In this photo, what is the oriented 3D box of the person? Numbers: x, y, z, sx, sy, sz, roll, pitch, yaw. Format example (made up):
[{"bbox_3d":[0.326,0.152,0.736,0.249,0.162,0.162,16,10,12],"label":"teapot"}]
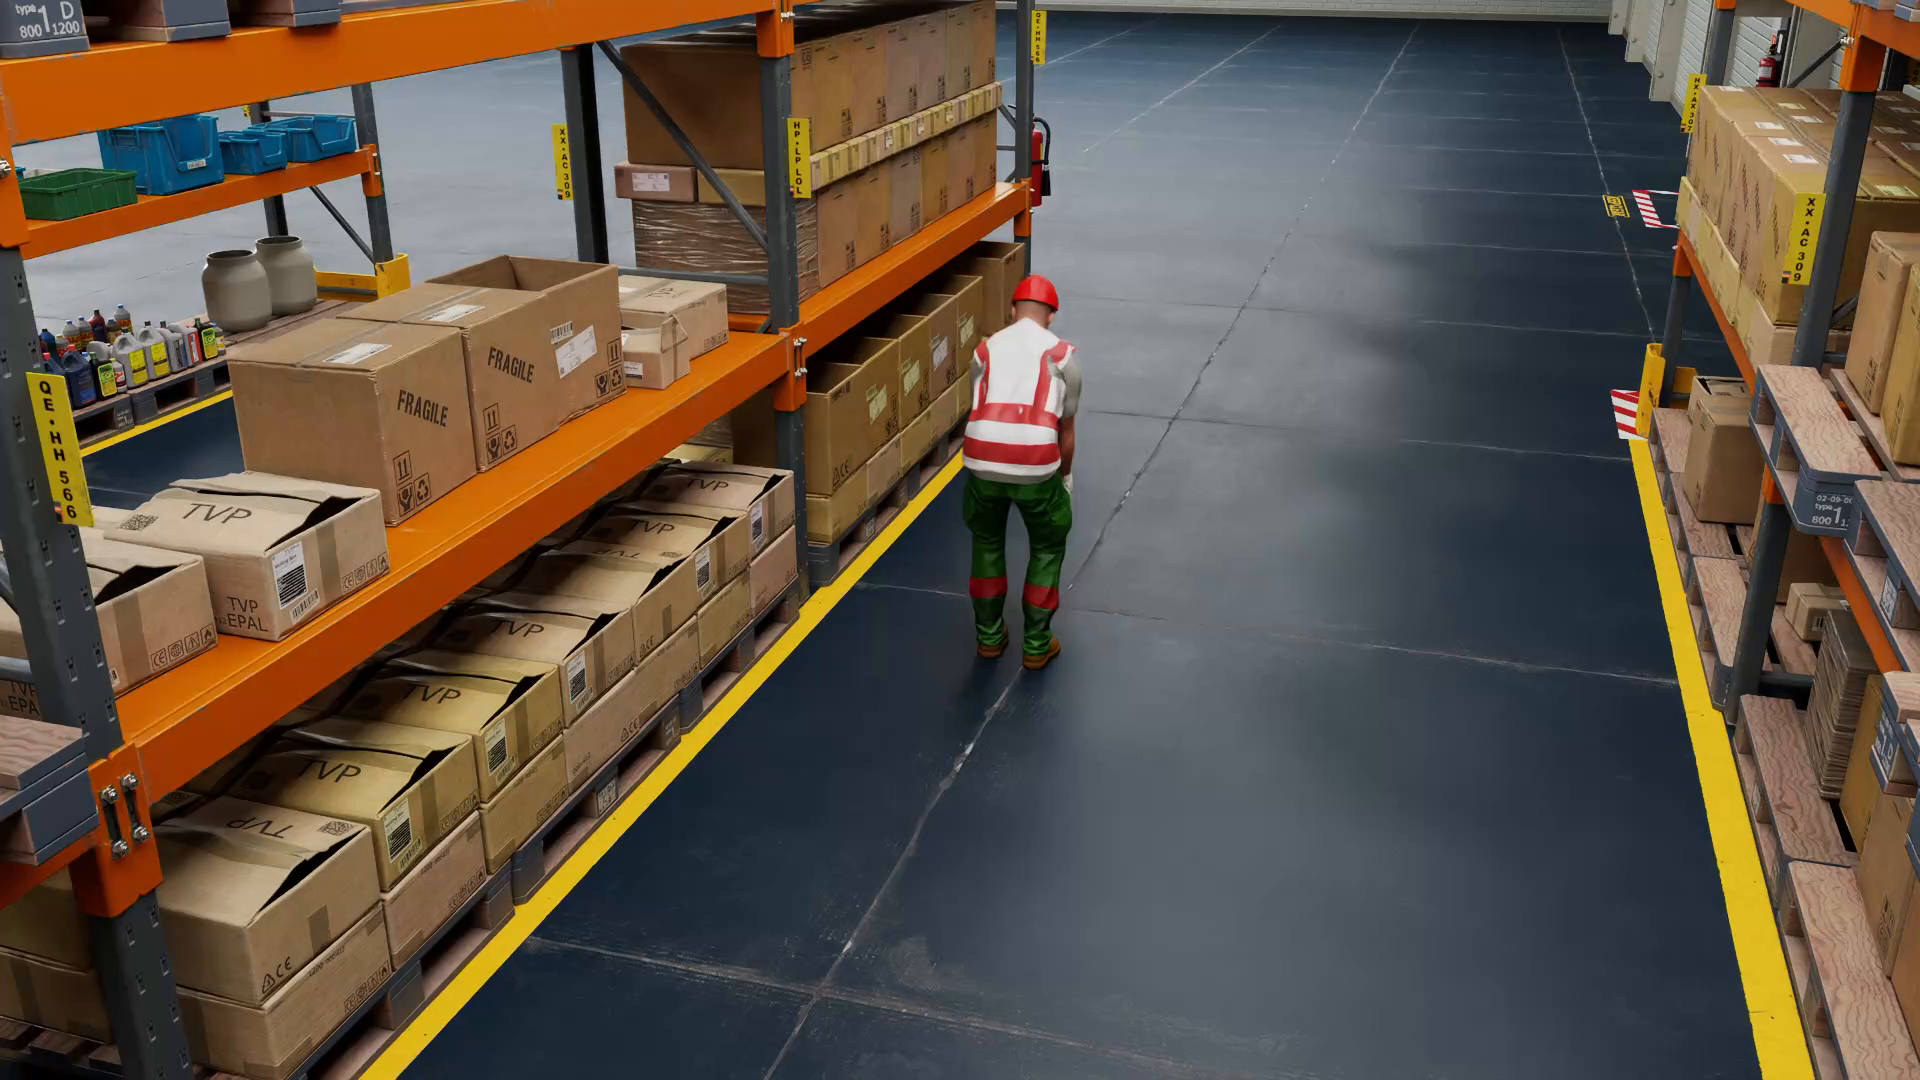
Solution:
[{"bbox_3d":[0.265,-0.297,7.077,0.492,1.581,0.783,6,22,14],"label":"person"}]
